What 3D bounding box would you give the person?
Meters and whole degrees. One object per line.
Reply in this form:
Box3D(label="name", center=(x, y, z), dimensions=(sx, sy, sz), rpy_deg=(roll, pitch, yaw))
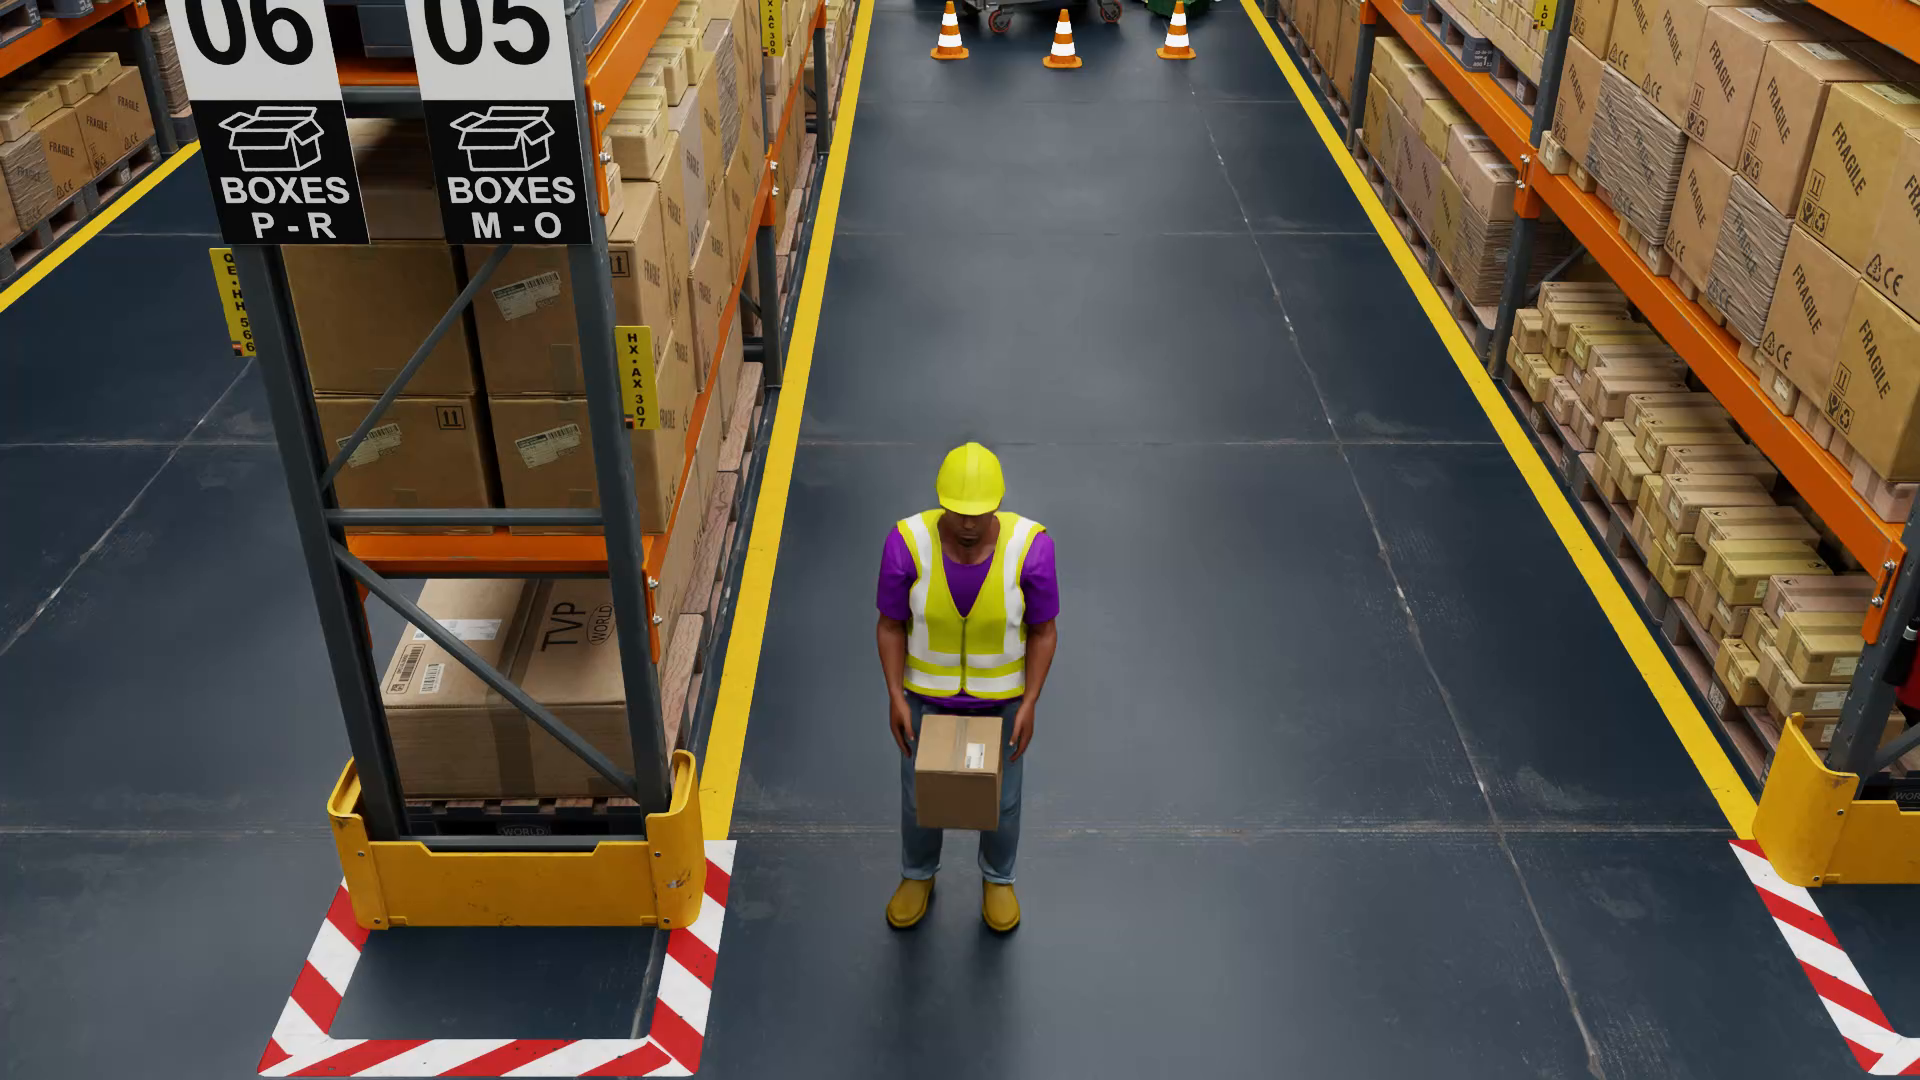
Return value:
Box3D(label="person", center=(0.020, 0.493, 5.304), dimensions=(0.575, 1.765, 0.458), rpy_deg=(2, 31, 4))
